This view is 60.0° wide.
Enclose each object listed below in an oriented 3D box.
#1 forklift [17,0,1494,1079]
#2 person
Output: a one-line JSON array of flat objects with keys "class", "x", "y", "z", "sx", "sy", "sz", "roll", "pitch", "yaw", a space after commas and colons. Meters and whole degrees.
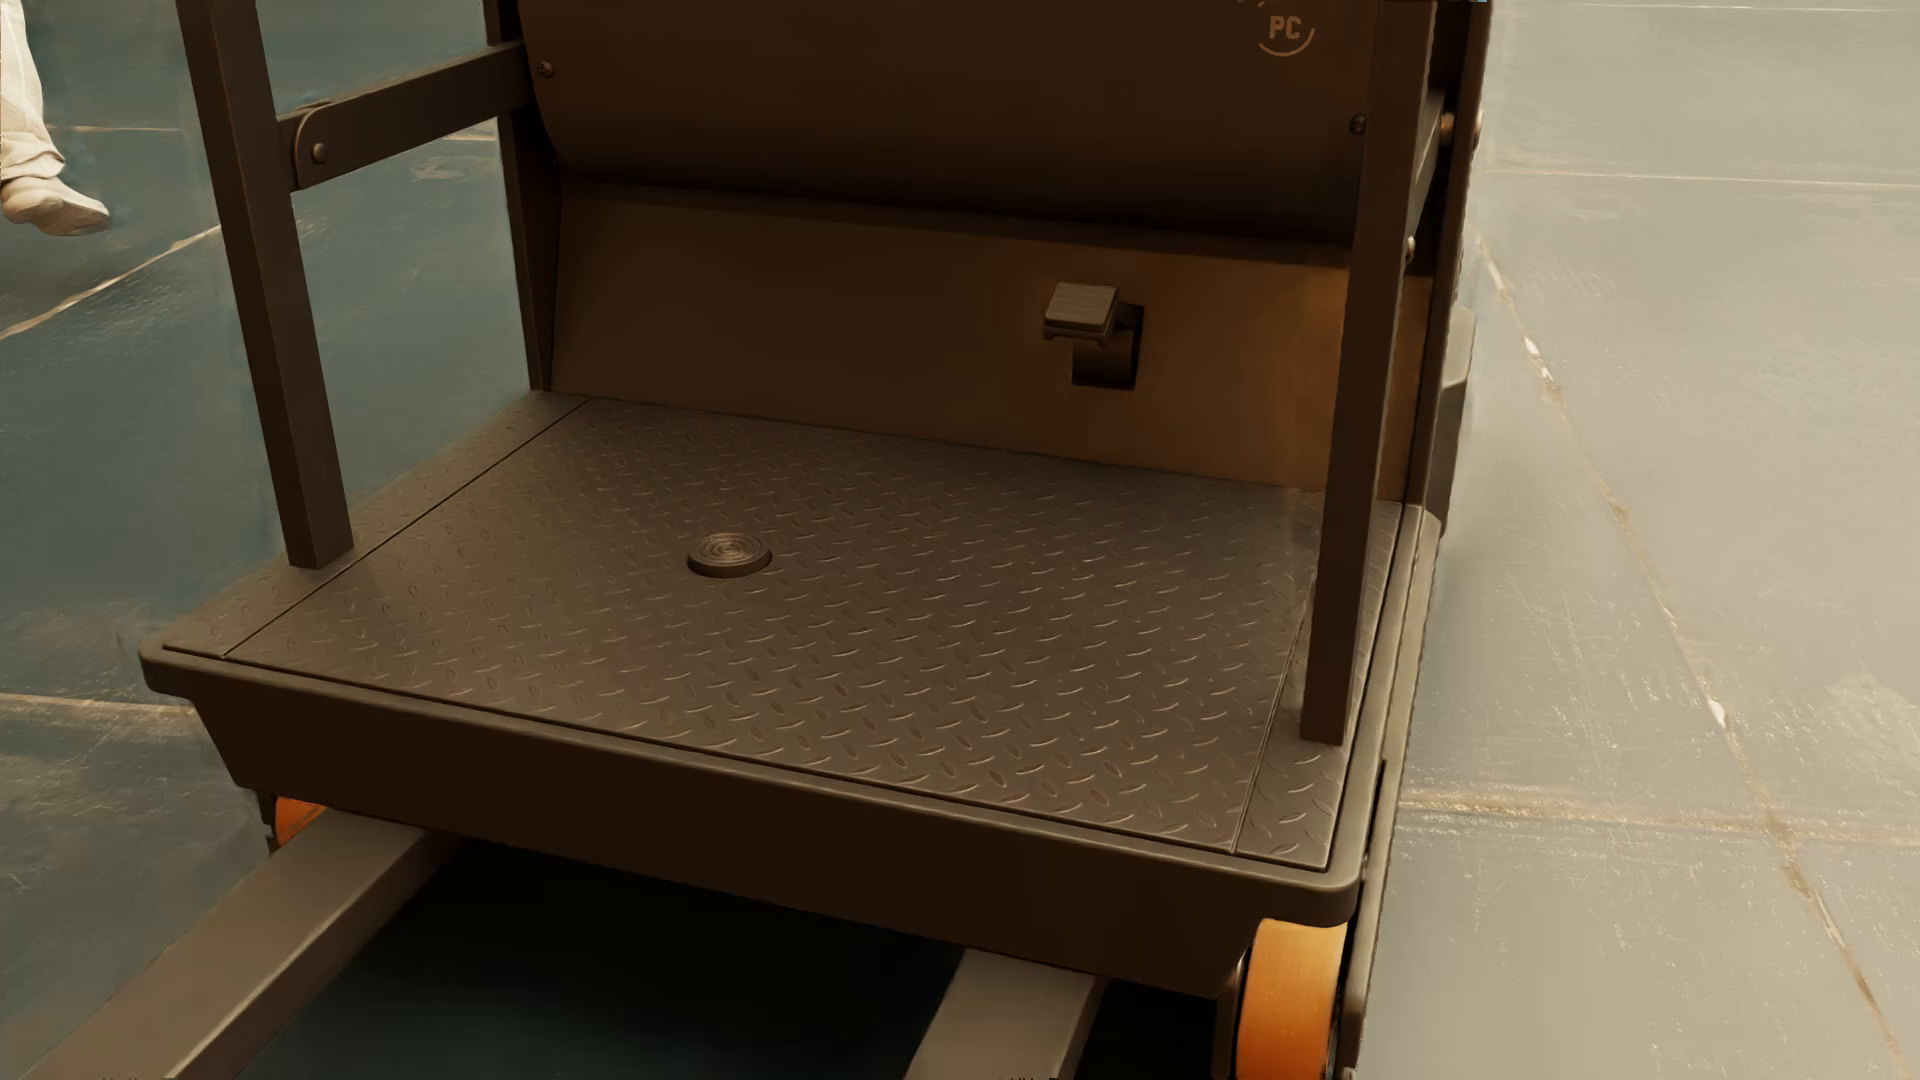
[{"class": "forklift", "x": -0.085, "y": -1.015, "z": 1.252, "sx": 1.130, "sy": 2.935, "sz": 3.031, "roll": 8, "pitch": 28, "yaw": 16}, {"class": "person", "x": -2.223, "y": -1.170, "z": 3.219, "sx": 0.835, "sy": 1.521, "sz": 0.682, "roll": -4, "pitch": 27, "yaw": -8}]
